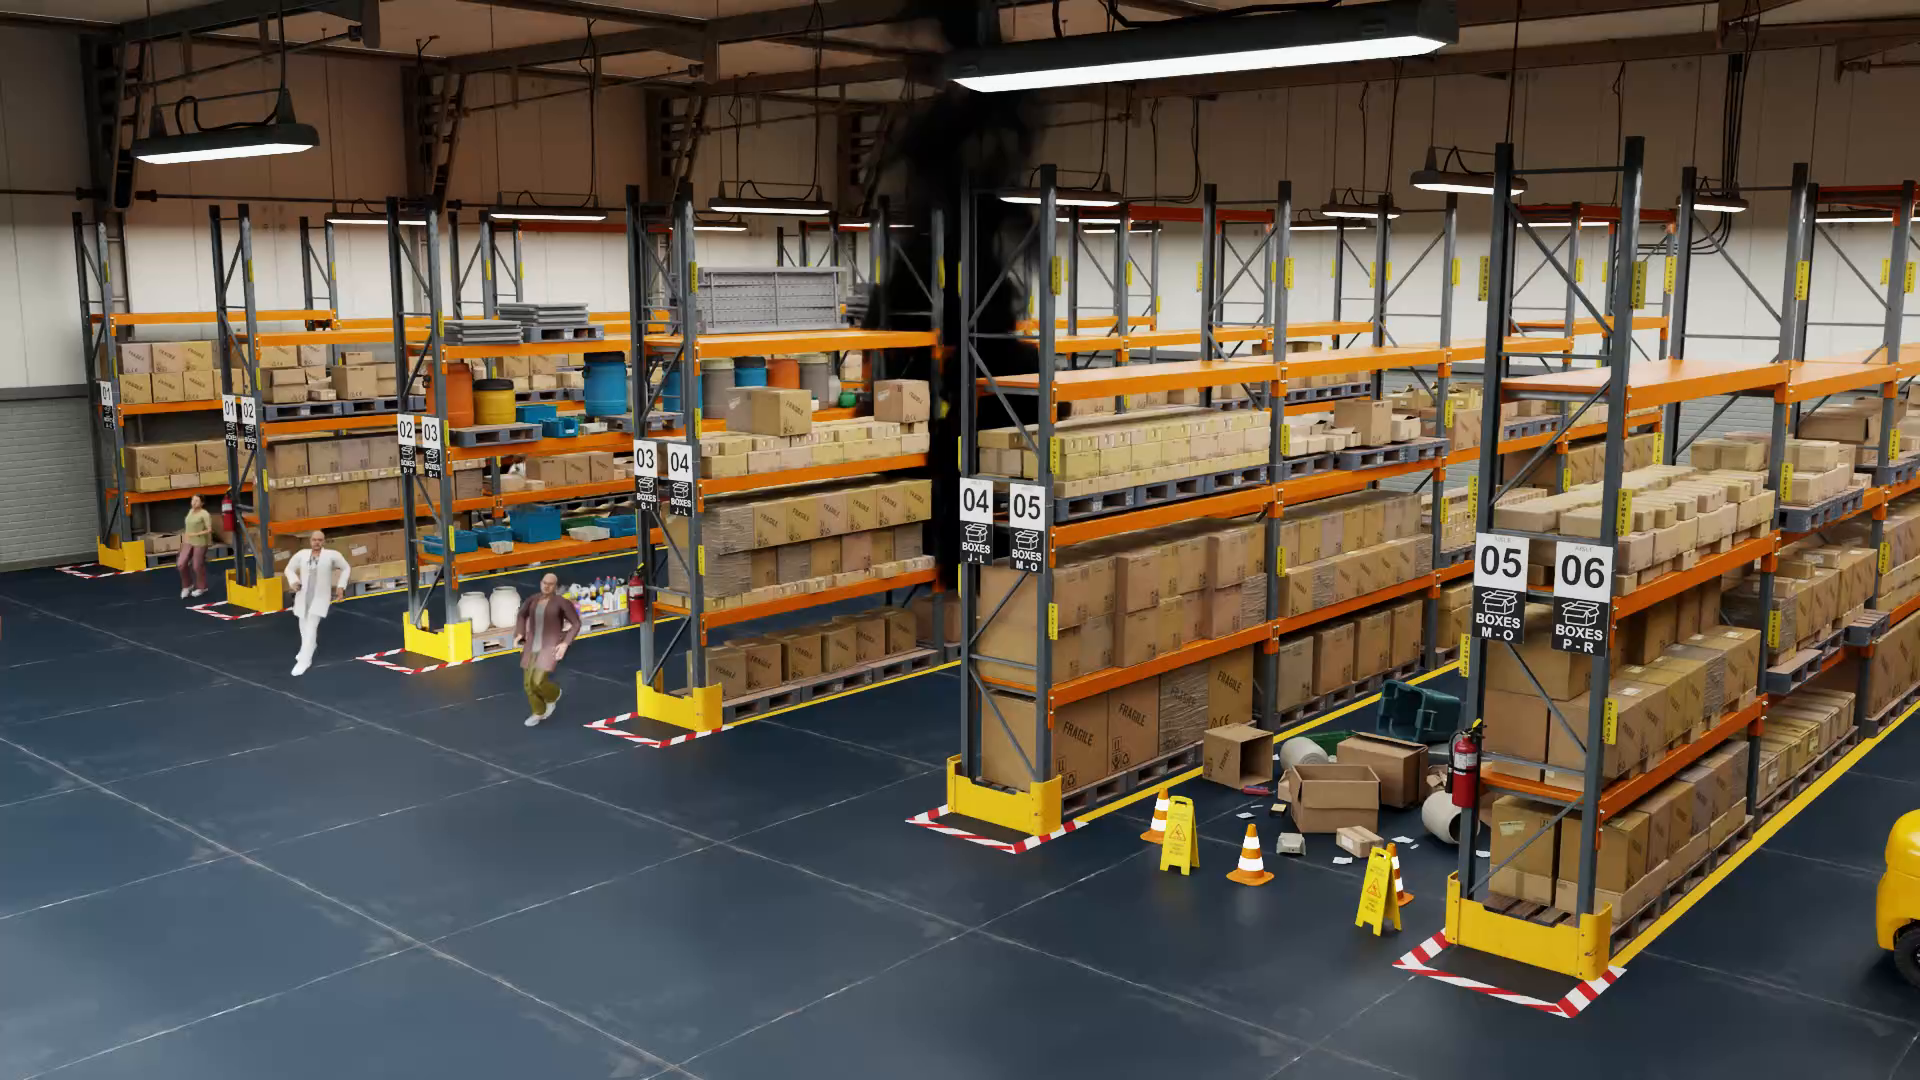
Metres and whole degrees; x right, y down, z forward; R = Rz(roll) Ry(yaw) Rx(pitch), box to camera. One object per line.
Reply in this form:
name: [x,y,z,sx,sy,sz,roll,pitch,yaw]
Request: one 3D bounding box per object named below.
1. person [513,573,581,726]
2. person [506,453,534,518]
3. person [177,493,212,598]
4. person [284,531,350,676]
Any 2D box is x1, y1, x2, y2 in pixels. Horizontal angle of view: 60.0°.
person: [-4.664,1.259,18.732,0.783,1.673,0.569,3,10,18]
person: [-8.326,-0.887,31.404,0.583,1.674,0.924,6,11,34]
person: [-11.844,0.080,25.839,0.590,1.656,0.608,2,10,11]
person: [-8.267,0.768,21.323,0.764,1.780,0.991,0,9,0]
